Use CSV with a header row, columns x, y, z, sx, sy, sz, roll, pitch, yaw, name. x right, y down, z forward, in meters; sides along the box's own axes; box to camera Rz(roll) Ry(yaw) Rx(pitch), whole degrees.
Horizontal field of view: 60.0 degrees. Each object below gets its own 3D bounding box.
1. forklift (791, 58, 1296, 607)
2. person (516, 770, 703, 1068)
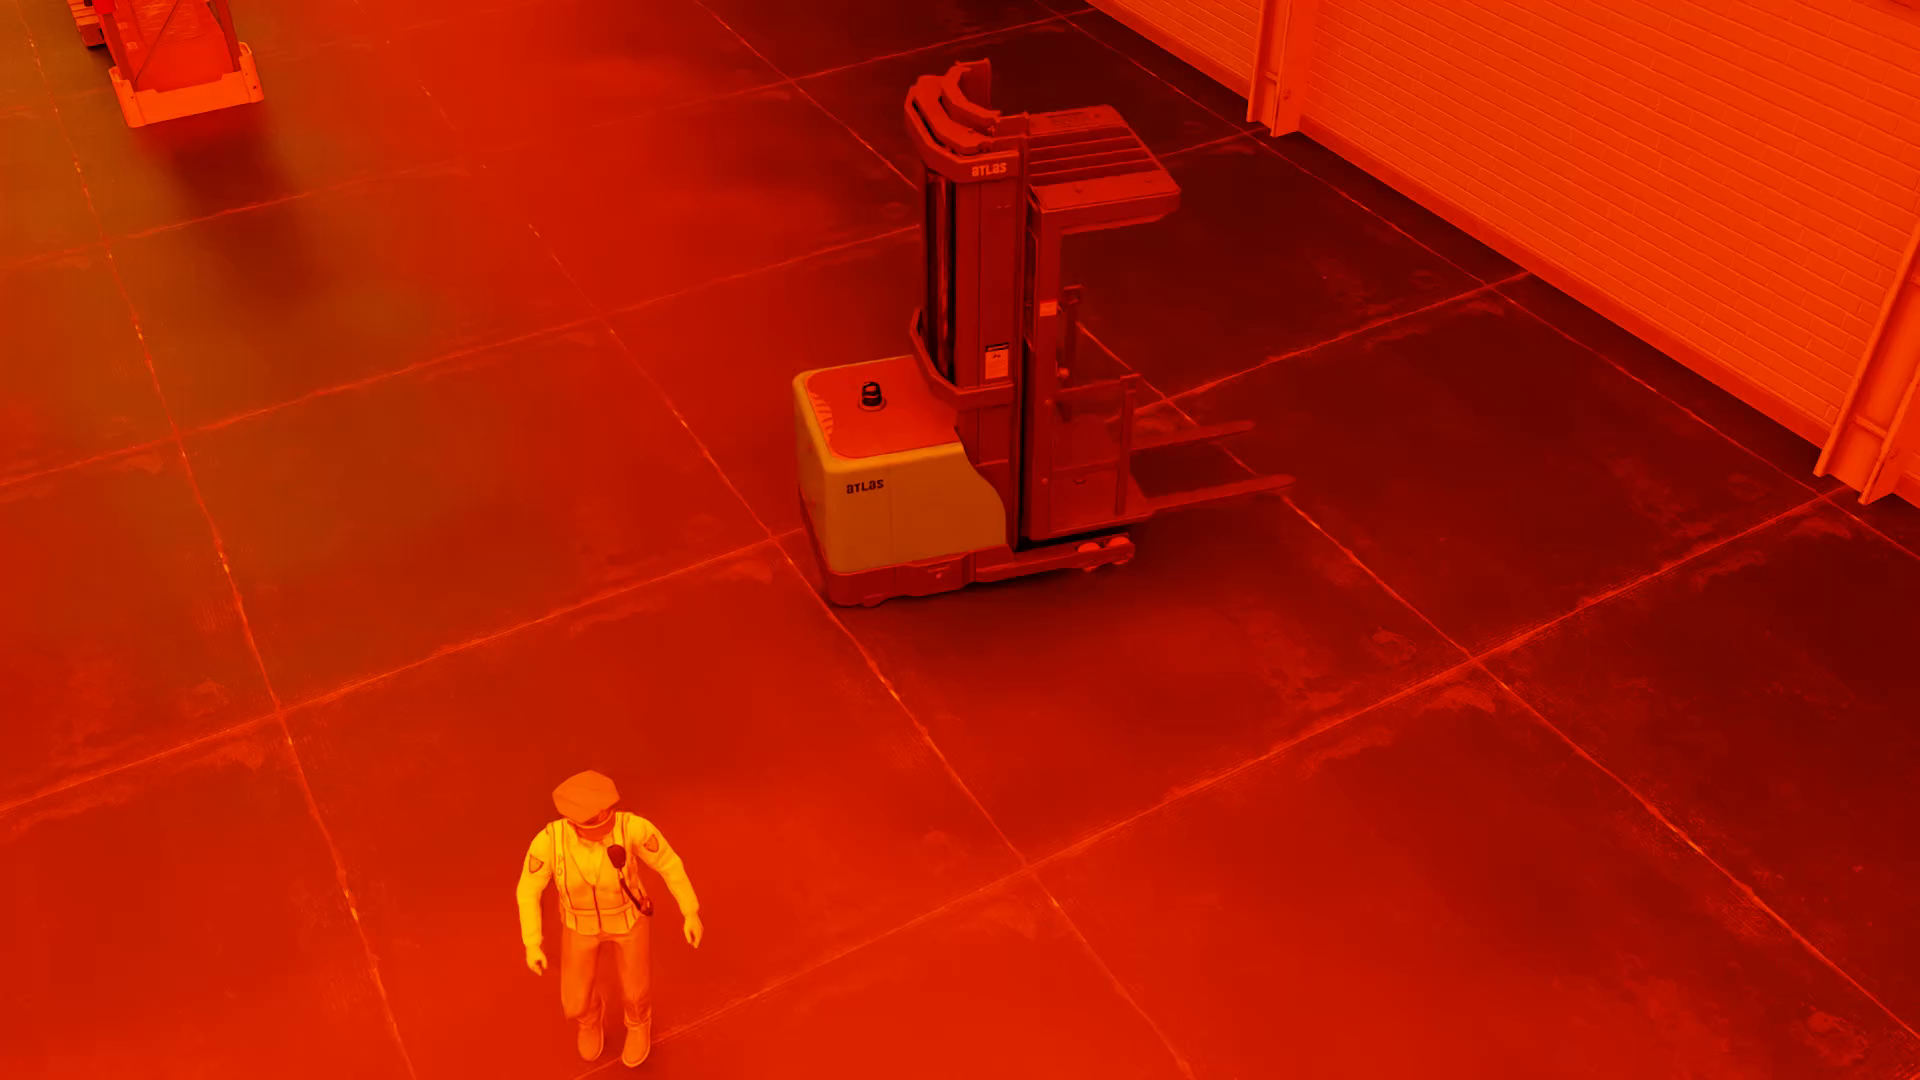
x,y,z,sx,sy,sz,roll,pitch,yaw,name
0.564,-1.261,9.556,3.031,2.935,1.130,-10,41,-12,forklift
-1.465,1.661,7.064,0.751,1.659,0.439,-2,40,-3,person
